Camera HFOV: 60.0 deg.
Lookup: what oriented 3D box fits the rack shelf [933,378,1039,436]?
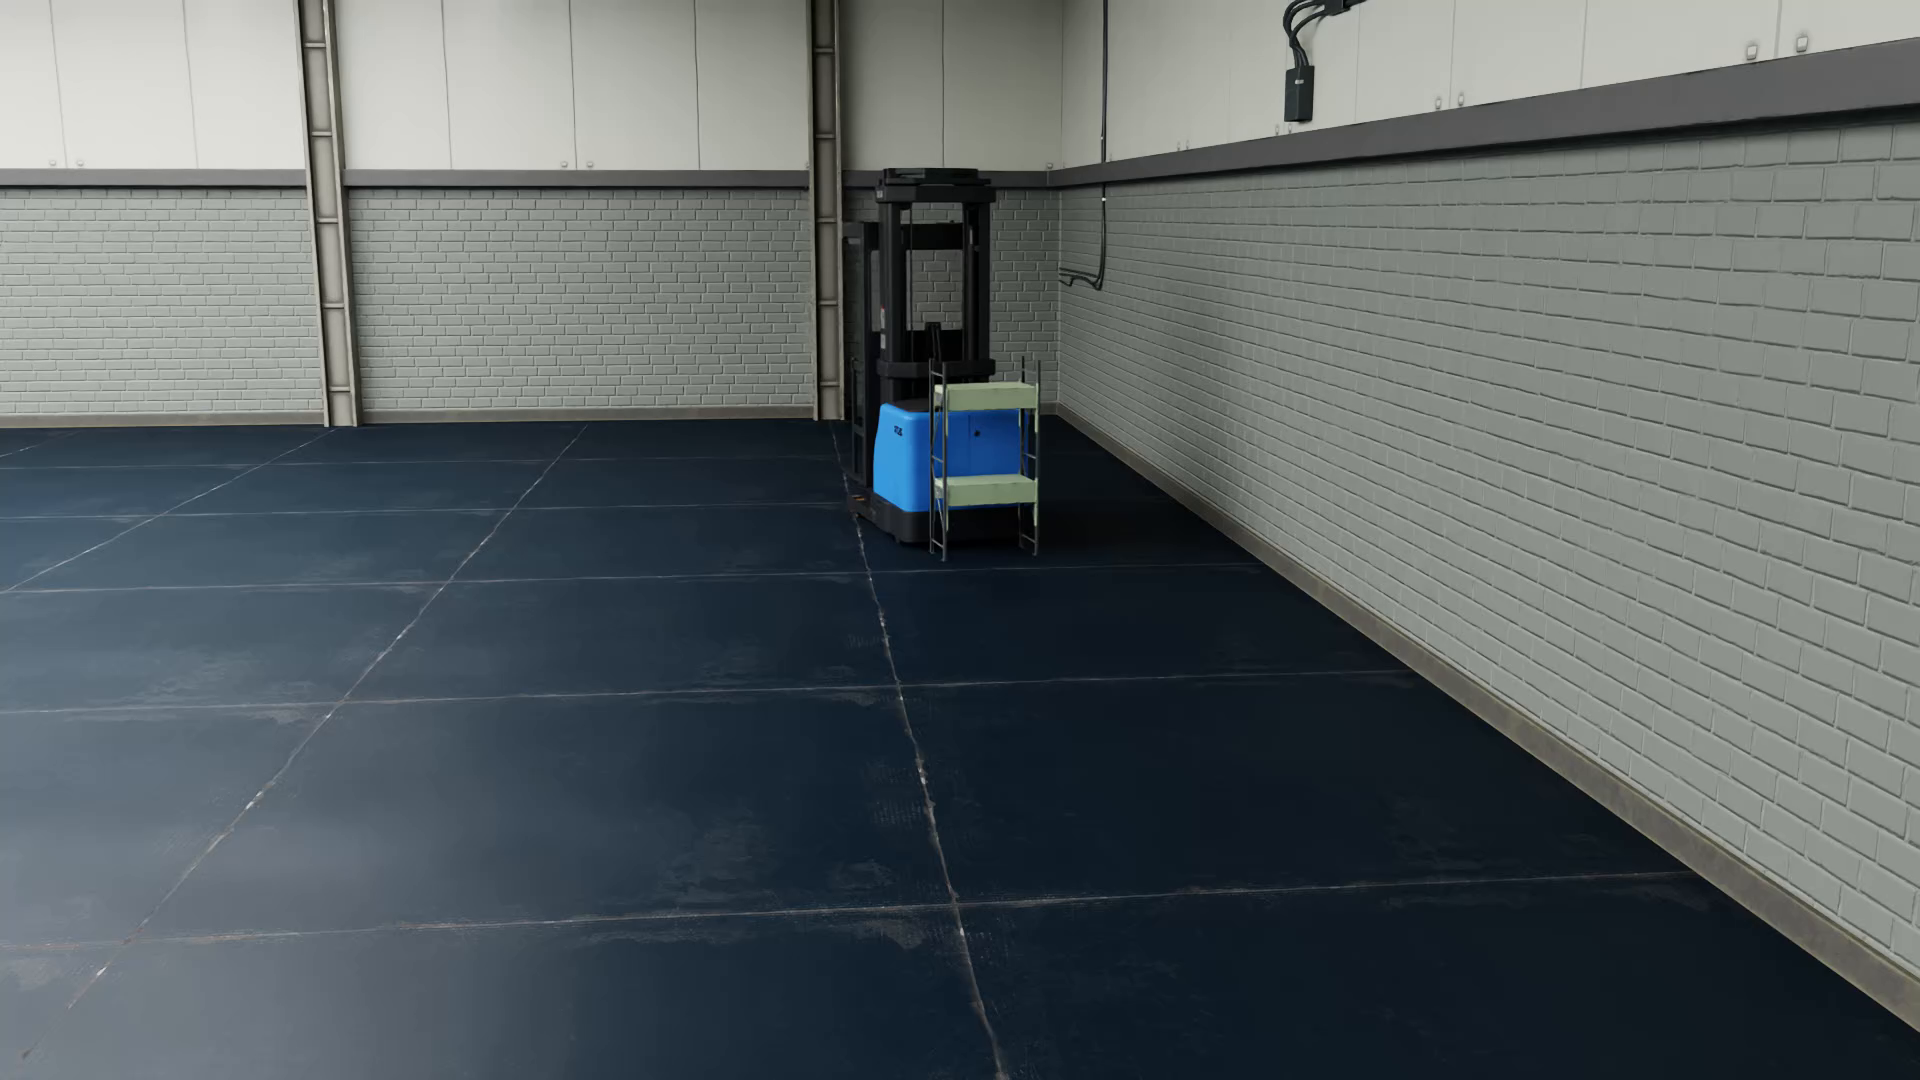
[{"bbox_3d":[0.186,-1.008,12.582,0.720,0.370,0.431,-3,12,-16],"label":"rack shelf"}]

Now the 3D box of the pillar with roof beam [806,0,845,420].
[{"bbox_3d":[-1.211,-5.142,16.196,0.400,9.000,9.100,-1,11,-6],"label":"pillar with roof beam"}]

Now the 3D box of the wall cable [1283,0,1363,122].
[{"bbox_3d":[2.406,-5.623,9.827,0.169,6.003,2.305,-1,11,-6],"label":"wall cable"}]

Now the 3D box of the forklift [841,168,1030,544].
[{"bbox_3d":[-0.360,-1.650,14.163,1.130,2.935,3.031,-3,12,-16],"label":"forklift"}]

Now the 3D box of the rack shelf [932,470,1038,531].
[{"bbox_3d":[0.186,-0.305,12.721,0.720,0.370,0.431,-3,12,-16],"label":"rack shelf"}]

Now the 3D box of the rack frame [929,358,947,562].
[{"bbox_3d":[-0.165,-0.604,12.554,0.023,1.500,0.400,-3,12,-16],"label":"rack frame"}]

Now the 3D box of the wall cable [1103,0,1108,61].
[{"bbox_3d":[1.688,-6.211,16.591,0.112,2.526,3.097,-1,11,-6],"label":"wall cable"}]

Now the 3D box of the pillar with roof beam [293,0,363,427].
[{"bbox_3d":[-7.175,-5.017,15.560,0.400,9.000,9.100,-1,11,-6],"label":"pillar with roof beam"}]

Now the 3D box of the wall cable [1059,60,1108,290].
[{"bbox_3d":[1.396,-4.252,19.717,0.112,2.526,3.097,-1,11,-6],"label":"wall cable"}]

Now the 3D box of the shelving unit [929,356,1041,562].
[{"bbox_3d":[0.186,-0.625,12.657,0.755,1.500,0.431,-3,12,-16],"label":"shelving unit"}]

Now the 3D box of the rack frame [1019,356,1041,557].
[{"bbox_3d":[0.536,-0.645,12.761,0.023,1.500,0.400,-3,12,-16],"label":"rack frame"}]
